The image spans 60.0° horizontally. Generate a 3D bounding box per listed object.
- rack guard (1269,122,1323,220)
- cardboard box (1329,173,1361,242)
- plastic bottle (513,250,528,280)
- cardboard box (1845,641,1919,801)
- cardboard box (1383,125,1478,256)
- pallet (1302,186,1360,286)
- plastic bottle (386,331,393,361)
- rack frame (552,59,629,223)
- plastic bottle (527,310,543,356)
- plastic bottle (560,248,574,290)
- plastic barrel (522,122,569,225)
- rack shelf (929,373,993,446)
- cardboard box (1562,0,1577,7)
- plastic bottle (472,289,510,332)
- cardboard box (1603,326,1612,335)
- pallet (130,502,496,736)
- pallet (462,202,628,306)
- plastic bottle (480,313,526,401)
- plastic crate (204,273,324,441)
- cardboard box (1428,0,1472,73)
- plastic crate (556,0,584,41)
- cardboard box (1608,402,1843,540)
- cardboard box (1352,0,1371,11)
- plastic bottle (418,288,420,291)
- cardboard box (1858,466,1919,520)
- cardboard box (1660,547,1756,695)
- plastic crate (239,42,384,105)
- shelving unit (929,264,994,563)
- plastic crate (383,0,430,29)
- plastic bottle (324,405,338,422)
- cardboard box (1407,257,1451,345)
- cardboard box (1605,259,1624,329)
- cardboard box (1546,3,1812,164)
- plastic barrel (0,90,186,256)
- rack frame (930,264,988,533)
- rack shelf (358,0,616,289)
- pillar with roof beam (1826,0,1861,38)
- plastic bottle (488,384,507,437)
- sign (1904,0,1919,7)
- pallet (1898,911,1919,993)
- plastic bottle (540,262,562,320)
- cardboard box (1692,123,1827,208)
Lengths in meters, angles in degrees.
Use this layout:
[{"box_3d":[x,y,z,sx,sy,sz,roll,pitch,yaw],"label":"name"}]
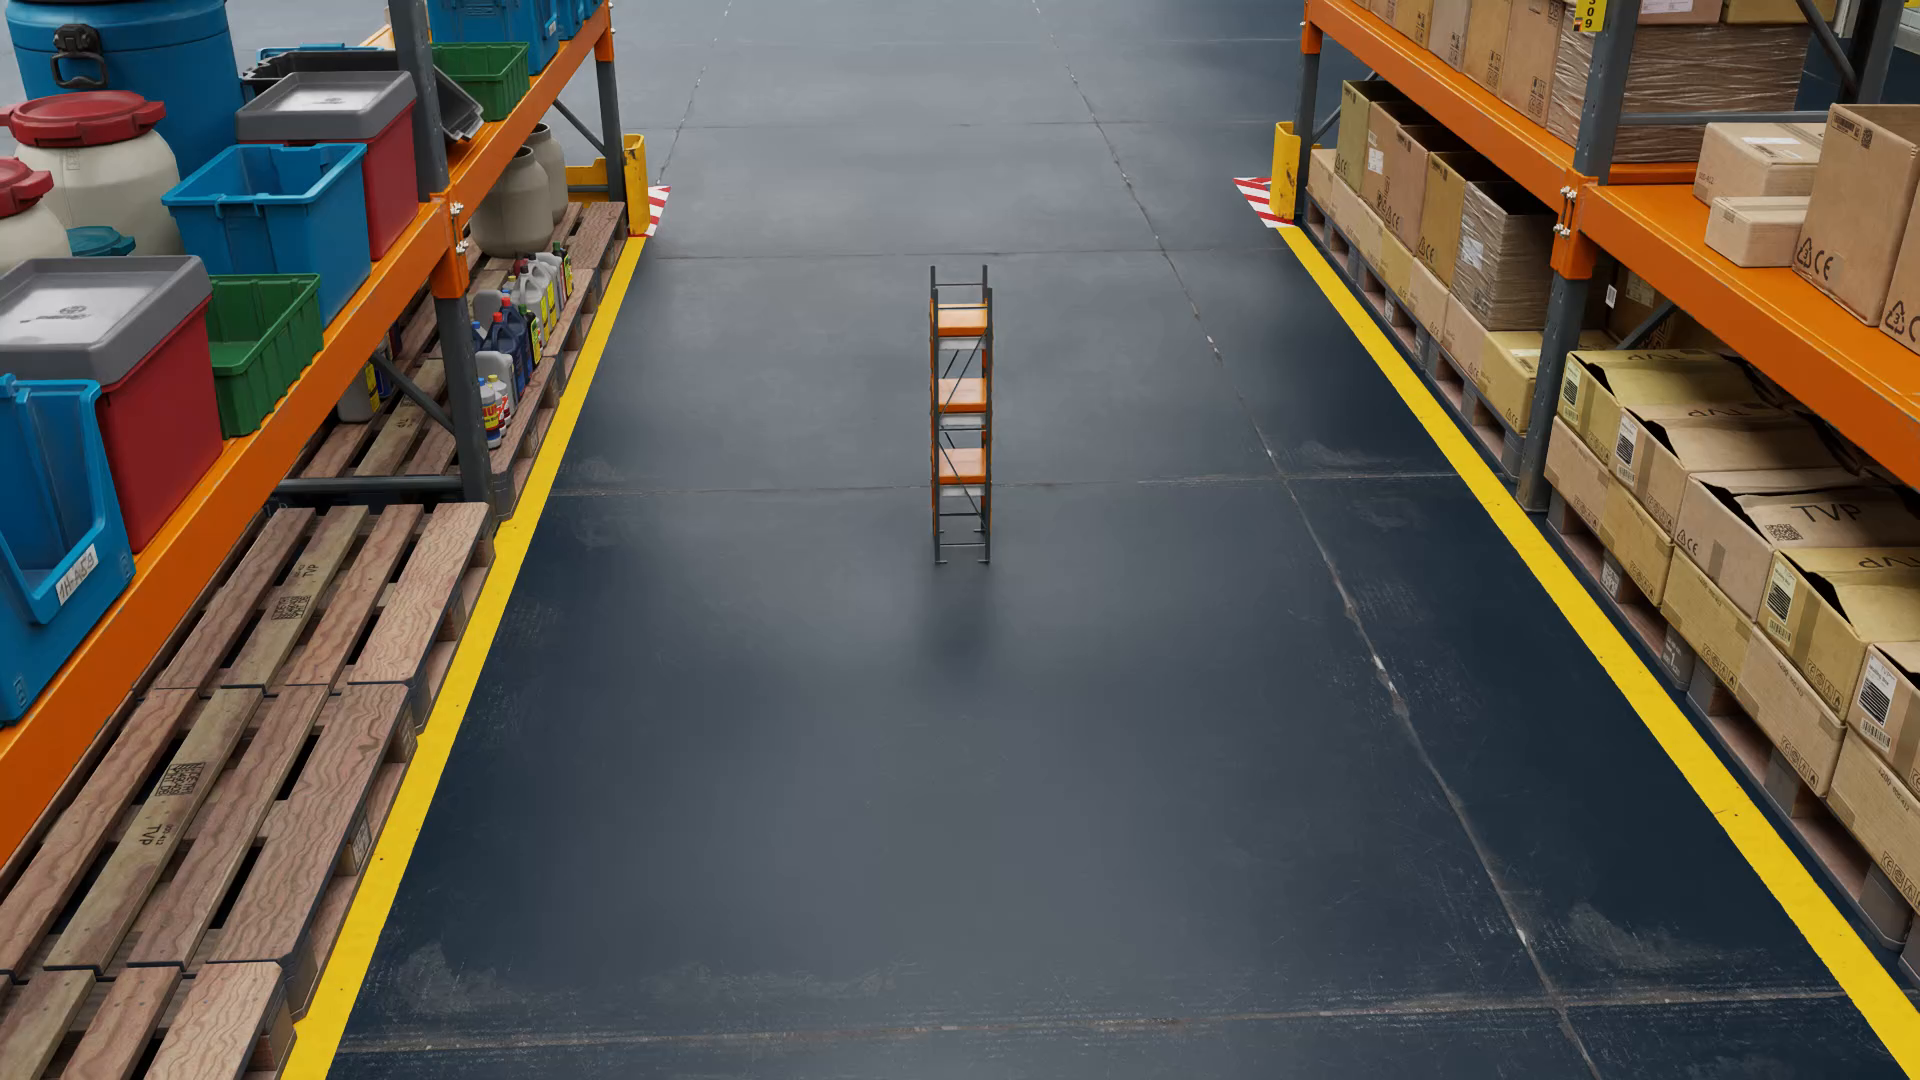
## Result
[{"box_3d":[2.477,-2.220,9.967,1.175,0.500,0.348,-1,28,-3],"label":"rack guard"},{"box_3d":[2.314,-1.801,8.978,0.500,0.250,0.500,-1,28,-3],"label":"cardboard box"},{"box_3d":[-2.055,-1.233,7.832,0.061,0.283,0.133,-1,28,-3],"label":"plastic bottle"},{"box_3d":[2.565,0.452,4.052,0.500,0.311,0.500,-2,28,-3],"label":"cardboard box"},{"box_3d":[2.360,-1.671,7.919,0.500,0.500,0.500,-1,28,-3],"label":"cardboard box"},{"box_3d":[2.560,-1.729,9.337,1.003,0.211,1.213,-1,28,-3],"label":"pallet"},{"box_3d":[-2.507,-0.886,7.166,0.061,0.283,0.133,-1,28,-3],"label":"plastic bottle"},{"box_3d":[-2.469,-3.200,9.141,1.000,3.000,0.127,-1,28,-3],"label":"rack frame"},{"box_3d":[-1.889,-0.908,7.298,0.097,0.201,0.097,0,28,0],"label":"plastic bottle"},{"box_3d":[-1.935,-1.317,8.081,0.097,0.201,0.097,0,28,0],"label":"plastic bottle"},{"box_3d":[-2.358,-1.981,9.040,0.421,0.512,0.421,0,28,0],"label":"plastic barrel"},{"box_3d":[0.003,-0.431,5.965,0.215,0.259,0.240,-1,28,-3],"label":"rack shelf"},{"box_3d":[2.448,-2.037,6.102,0.380,0.149,0.250,-2,28,-4],"label":"cardboard box"},{"box_3d":[-2.066,-0.991,7.376,0.152,0.276,0.135,-1,28,-3],"label":"plastic bottle"},{"box_3d":[2.945,-0.890,7.232,0.500,0.250,0.500,-1,28,-3],"label":"cardboard box"},{"box_3d":[-2.180,0.246,5.551,1.003,0.211,1.213,-1,28,-3],"label":"pallet"},{"box_3d":[-2.381,-1.554,9.001,1.003,0.211,1.213,-1,28,-3],"label":"pallet"},{"box_3d":[-1.888,-0.756,6.844,0.144,0.351,0.185,-1,28,-1],"label":"plastic bottle"},{"box_3d":[-1.887,-0.461,4.120,0.450,0.188,0.662,-1,28,-3],"label":"plastic crate"},{"box_3d":[2.573,-2.431,7.560,0.700,0.500,0.500,-1,28,-1],"label":"cardboard box"},{"box_3d":[-2.115,-2.610,8.171,0.499,0.251,0.408,-1,28,-3],"label":"plastic crate"},{"box_3d":[2.481,-0.258,5.414,0.500,0.311,0.500,-2,28,-3],"label":"cardboard box"},{"box_3d":[2.490,-3.146,8.930,0.700,0.500,0.500,-1,28,-3],"label":"cardboard box"},{"box_3d":[-2.685,-1.340,8.051,0.097,0.271,0.097,0,28,0],"label":"plastic bottle"},{"box_3d":[3.052,-0.035,4.987,0.500,0.311,0.500,-1,28,-3],"label":"cardboard box"},{"box_3d":[2.516,0.230,5.084,0.500,0.250,0.500,-2,28,-4],"label":"cardboard box"},{"box_3d":[-2.589,-1.791,6.601,0.499,0.251,0.616,-1,28,-3],"label":"plastic crate"},{"box_3d":[0.003,-0.441,5.960,0.215,1.050,0.252,-1,28,-3],"label":"shelving unit"},{"box_3d":[-2.743,-2.662,8.395,0.298,0.136,0.250,-1,28,-3],"label":"plastic crate"},{"box_3d":[-2.581,-0.664,6.667,0.144,0.351,0.185,-2,28,-4],"label":"plastic bottle"},{"box_3d":[2.387,-1.108,7.650,0.500,0.250,0.500,-1,28,-3],"label":"cardboard box"},{"box_3d":[2.941,-1.222,7.058,0.500,0.500,0.500,-1,28,-3],"label":"cardboard box"},{"box_3d":[2.658,-1.719,6.195,0.700,0.500,0.500,-2,28,-4],"label":"cardboard box"},{"box_3d":[-2.429,-0.966,4.711,0.433,0.535,0.433,0,28,0],"label":"plastic barrel"},{"box_3d":[-0.004,-0.497,6.068,0.200,1.050,0.008,-1,28,-3],"label":"rack frame"},{"box_3d":[-2.364,-1.957,7.537,1.077,0.370,4.000,-1,28,-3],"label":"rack shelf"},{"box_3d":[3.713,-8.463,12.746,9.100,9.000,0.400,-1,28,-3],"label":"pillar with roof beam"},{"box_3d":[-1.844,-0.511,6.537,0.097,0.201,0.097,0,28,0],"label":"plastic bottle"},{"box_3d":[3.228,-1.966,5.610,0.100,0.325,0.005,-1,28,-3],"label":"sign"},{"box_3d":[2.892,1.232,3.659,1.003,0.211,1.213,-1,28,-3],"label":"pallet"},{"box_3d":[-1.942,-1.168,7.716,0.152,0.276,0.135,-2,28,-4],"label":"plastic bottle"},{"box_3d":[2.756,-1.178,5.426,0.500,0.250,0.500,0,28,1],"label":"cardboard box"}]
